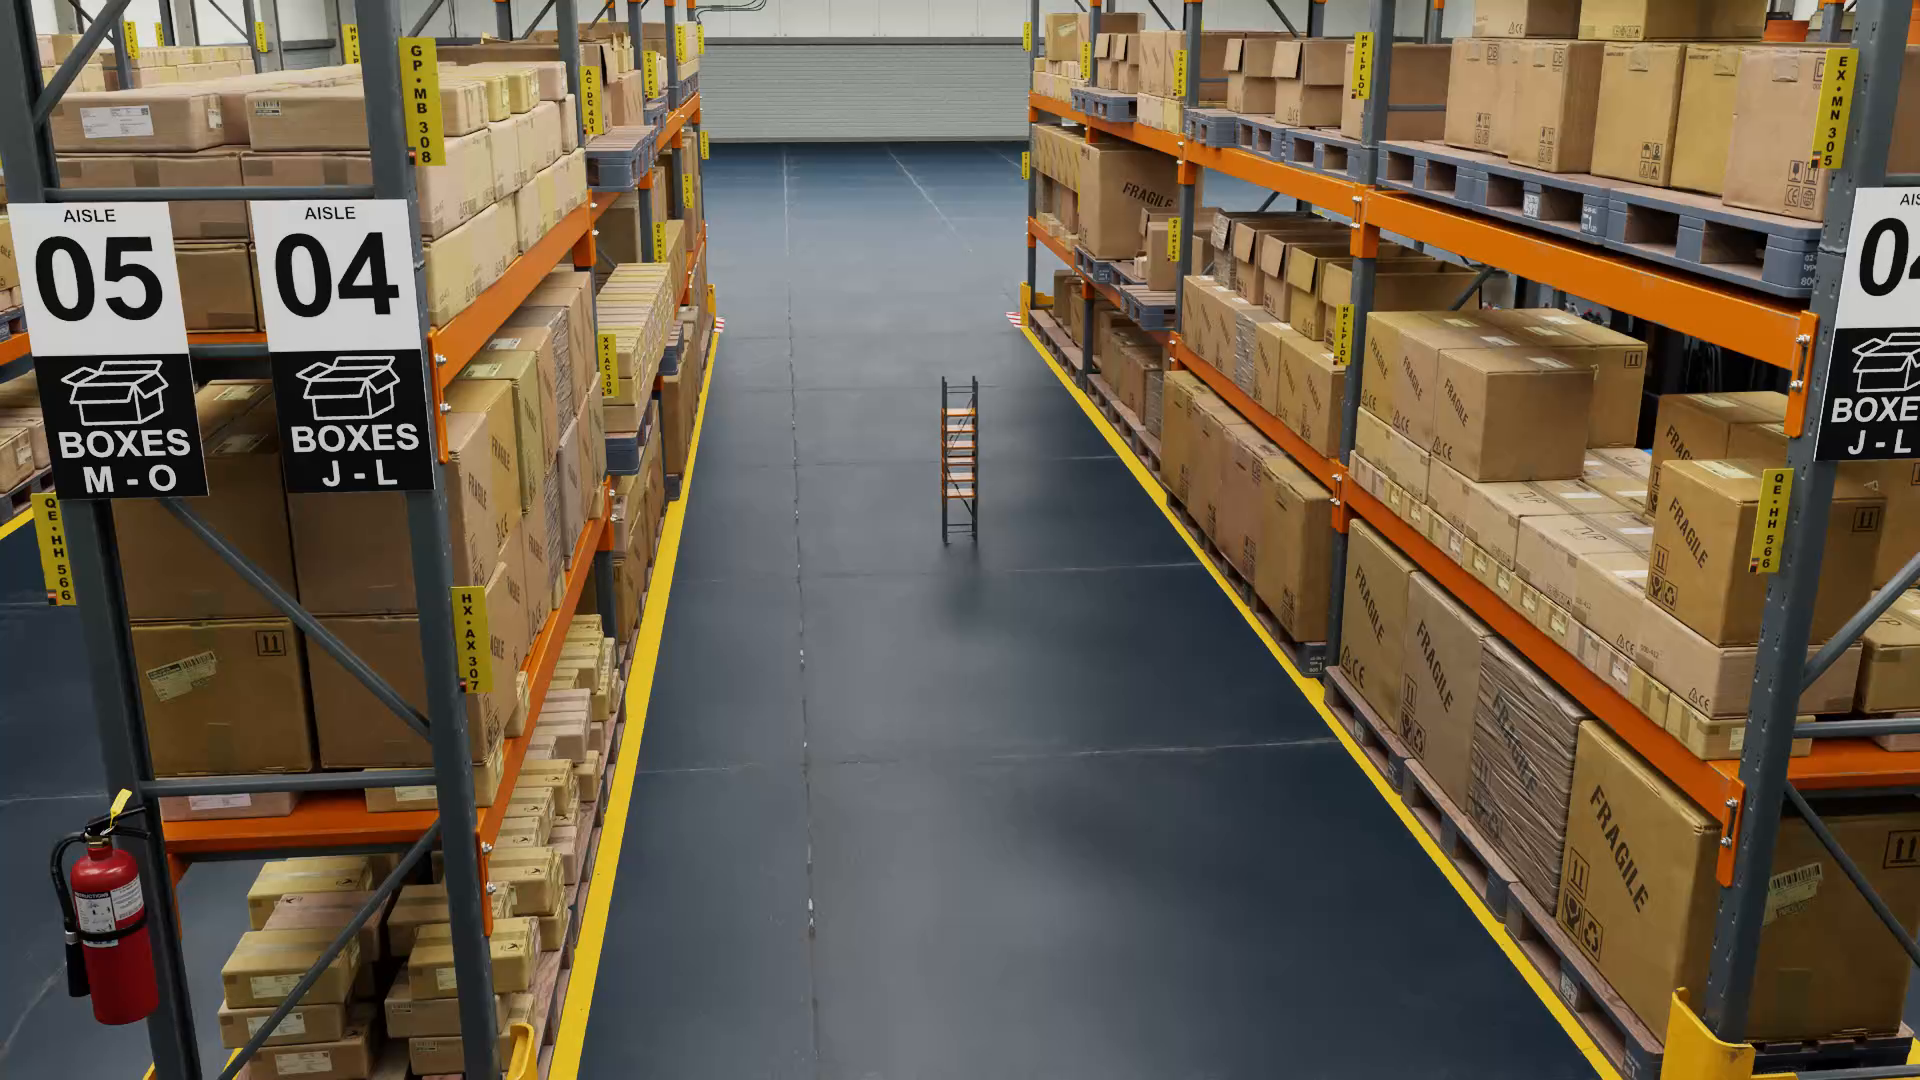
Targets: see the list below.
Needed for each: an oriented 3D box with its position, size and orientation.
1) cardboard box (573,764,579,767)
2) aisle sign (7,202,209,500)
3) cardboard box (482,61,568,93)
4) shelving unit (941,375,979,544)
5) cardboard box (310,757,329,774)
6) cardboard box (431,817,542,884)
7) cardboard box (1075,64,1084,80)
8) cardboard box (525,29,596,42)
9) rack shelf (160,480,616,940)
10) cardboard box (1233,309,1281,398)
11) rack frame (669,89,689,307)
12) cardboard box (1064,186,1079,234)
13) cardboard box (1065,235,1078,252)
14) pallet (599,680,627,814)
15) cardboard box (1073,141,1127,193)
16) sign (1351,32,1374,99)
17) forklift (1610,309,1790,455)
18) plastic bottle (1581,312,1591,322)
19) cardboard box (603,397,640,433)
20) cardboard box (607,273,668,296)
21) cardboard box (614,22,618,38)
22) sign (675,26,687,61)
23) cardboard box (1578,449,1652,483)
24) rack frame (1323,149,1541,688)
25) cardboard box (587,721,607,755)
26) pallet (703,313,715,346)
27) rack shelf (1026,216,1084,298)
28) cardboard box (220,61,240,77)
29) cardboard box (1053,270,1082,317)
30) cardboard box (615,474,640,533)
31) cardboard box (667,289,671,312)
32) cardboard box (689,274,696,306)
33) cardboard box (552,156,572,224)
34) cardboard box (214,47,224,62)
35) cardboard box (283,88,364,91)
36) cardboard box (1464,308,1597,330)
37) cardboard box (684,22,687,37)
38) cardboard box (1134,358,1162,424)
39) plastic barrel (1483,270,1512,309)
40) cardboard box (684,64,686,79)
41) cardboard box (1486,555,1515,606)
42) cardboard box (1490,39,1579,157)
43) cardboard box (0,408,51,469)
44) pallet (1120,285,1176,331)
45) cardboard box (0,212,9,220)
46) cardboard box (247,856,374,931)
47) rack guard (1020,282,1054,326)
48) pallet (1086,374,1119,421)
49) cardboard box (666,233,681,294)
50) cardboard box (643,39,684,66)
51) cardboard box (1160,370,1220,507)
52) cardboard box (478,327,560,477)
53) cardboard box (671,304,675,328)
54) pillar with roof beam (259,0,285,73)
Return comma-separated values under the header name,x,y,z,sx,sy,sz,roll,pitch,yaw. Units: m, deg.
name,x,y,z,sx,sy,sz,roll,pitch,yaw
cardboard box,-1.955,0.942,7.730,0.380,0.149,0.250,-1,17,-4
aisle sign,-2.241,-0.490,4.389,0.394,0.787,0.004,-2,18,-6
cardboard box,-2.058,-2.176,7.842,0.380,0.149,0.250,-3,18,-8
shelving unit,-0.001,-0.577,12.011,0.258,1.200,0.189,-2,18,-6
cardboard box,-2.253,0.676,5.436,0.380,0.149,0.250,-2,18,-6
cardboard box,-1.821,1.200,6.412,0.380,0.149,0.250,-3,18,-8
cardboard box,1.387,-4.771,16.943,0.380,0.149,0.250,-3,18,-8
cardboard box,-3.233,-3.900,13.549,0.500,0.500,0.500,-2,18,-6
rack shelf,-2.156,0.467,6.883,1.077,0.370,4.000,-2,18,-6
cardboard box,2.110,-1.226,10.909,0.500,0.500,0.500,-2,18,-5
rack frame,-3.188,-2.856,16.266,1.000,3.000,0.127,-2,18,-6
cardboard box,1.603,-3.600,17.974,0.875,0.500,0.500,-2,18,-6
cardboard box,1.323,-3.136,17.578,0.380,0.149,0.250,-2,18,-6
pallet,-2.258,1.057,8.457,1.003,0.211,1.213,-2,18,-6
cardboard box,1.436,-3.771,16.848,0.500,0.500,0.500,-2,18,-6
sign,2.042,-2.404,8.429,0.100,0.325,0.005,-2,18,-6
forklift,4.690,-1.176,11.029,1.130,2.935,3.031,-2,18,-7
plastic bottle,6.869,-2.327,18.269,0.144,0.351,0.185,-2,18,-6
cardboard box,-1.946,-0.684,9.067,0.380,0.149,0.250,-3,18,-8
cardboard box,-2.218,-1.744,11.448,0.380,0.149,0.250,-1,17,-4
cardboard box,-3.594,-5.045,16.450,0.380,0.149,0.250,-2,18,-6
sign,-2.649,-4.703,15.754,0.100,0.325,0.005,-2,18,-6
cardboard box,2.996,-0.236,7.675,0.500,0.250,0.500,-1,17,-5
rack frame,2.581,-0.595,9.066,1.000,3.000,0.127,-2,18,-6
cardboard box,-1.948,0.951,8.200,0.380,0.149,0.250,-2,18,-7
pallet,-3.440,-2.481,19.728,1.003,0.211,1.213,-2,18,-6
rack shelf,1.550,-3.232,18.663,1.077,0.370,4.000,-2,18,-6
cardboard box,-8.156,-5.071,18.069,0.500,0.250,0.500,-2,18,-6
cardboard box,1.391,-2.992,20.171,0.500,0.500,0.500,1,17,5
cardboard box,-2.234,-0.225,10.105,0.500,0.250,0.500,-1,17,-4
cardboard box,-2.242,-1.674,11.723,0.380,0.149,0.250,-1,17,-4
cardboard box,-3.183,-2.232,17.125,0.875,0.875,0.875,-2,17,-5
cardboard box,-2.004,-1.545,7.333,0.500,0.250,0.500,-2,18,-6
cardboard box,-8.177,-5.234,17.921,0.380,0.149,0.250,-2,18,-5
cardboard box,-1.766,-1.249,4.889,0.380,0.149,0.250,-1,17,-3
cardboard box,2.895,-0.895,8.521,0.500,0.500,0.500,-1,17,-4
cardboard box,-2.994,-5.218,17.003,0.380,0.149,0.250,-2,17,-5
cardboard box,1.944,-1.337,14.867,0.700,0.500,0.500,0,17,-1
plastic barrel,6.466,-2.994,20.158,0.421,0.512,0.421,0,17,0
cardboard box,-2.940,-4.686,16.637,0.380,0.149,0.250,-2,18,-6
cardboard box,2.472,0.165,7.064,0.380,0.149,0.250,-1,17,-5
cardboard box,2.773,-1.931,7.276,0.700,0.500,0.500,-1,17,-3
cardboard box,-7.821,-0.816,13.454,0.950,0.372,0.625,-2,18,-7
pallet,1.989,-1.905,13.556,1.213,0.211,1.003,-2,18,-6
cardboard box,-7.627,-2.325,13.211,0.500,0.500,0.500,-1,17,-5
cardboard box,-2.379,1.296,6.107,0.380,0.149,0.250,-2,18,-7
rack guard,1.351,-2.955,20.756,1.175,0.500,0.348,-2,18,-6
pallet,1.838,-1.417,16.337,1.003,0.211,1.213,-2,18,-6
cardboard box,-2.764,-2.455,14.823,0.500,0.500,0.500,-2,17,-5
cardboard box,-2.960,-4.760,16.208,0.500,0.250,0.500,-2,18,-5
cardboard box,2.219,-0.768,12.460,1.225,0.875,0.875,-3,18,-8
cardboard box,-1.878,-0.547,6.578,0.500,0.500,0.500,-2,18,-7
cardboard box,-2.267,-1.612,12.021,0.380,0.149,0.250,-1,17,-5
pillar with roof beam,-12.468,-13.620,40.538,9.100,9.000,0.400,-2,18,-6
